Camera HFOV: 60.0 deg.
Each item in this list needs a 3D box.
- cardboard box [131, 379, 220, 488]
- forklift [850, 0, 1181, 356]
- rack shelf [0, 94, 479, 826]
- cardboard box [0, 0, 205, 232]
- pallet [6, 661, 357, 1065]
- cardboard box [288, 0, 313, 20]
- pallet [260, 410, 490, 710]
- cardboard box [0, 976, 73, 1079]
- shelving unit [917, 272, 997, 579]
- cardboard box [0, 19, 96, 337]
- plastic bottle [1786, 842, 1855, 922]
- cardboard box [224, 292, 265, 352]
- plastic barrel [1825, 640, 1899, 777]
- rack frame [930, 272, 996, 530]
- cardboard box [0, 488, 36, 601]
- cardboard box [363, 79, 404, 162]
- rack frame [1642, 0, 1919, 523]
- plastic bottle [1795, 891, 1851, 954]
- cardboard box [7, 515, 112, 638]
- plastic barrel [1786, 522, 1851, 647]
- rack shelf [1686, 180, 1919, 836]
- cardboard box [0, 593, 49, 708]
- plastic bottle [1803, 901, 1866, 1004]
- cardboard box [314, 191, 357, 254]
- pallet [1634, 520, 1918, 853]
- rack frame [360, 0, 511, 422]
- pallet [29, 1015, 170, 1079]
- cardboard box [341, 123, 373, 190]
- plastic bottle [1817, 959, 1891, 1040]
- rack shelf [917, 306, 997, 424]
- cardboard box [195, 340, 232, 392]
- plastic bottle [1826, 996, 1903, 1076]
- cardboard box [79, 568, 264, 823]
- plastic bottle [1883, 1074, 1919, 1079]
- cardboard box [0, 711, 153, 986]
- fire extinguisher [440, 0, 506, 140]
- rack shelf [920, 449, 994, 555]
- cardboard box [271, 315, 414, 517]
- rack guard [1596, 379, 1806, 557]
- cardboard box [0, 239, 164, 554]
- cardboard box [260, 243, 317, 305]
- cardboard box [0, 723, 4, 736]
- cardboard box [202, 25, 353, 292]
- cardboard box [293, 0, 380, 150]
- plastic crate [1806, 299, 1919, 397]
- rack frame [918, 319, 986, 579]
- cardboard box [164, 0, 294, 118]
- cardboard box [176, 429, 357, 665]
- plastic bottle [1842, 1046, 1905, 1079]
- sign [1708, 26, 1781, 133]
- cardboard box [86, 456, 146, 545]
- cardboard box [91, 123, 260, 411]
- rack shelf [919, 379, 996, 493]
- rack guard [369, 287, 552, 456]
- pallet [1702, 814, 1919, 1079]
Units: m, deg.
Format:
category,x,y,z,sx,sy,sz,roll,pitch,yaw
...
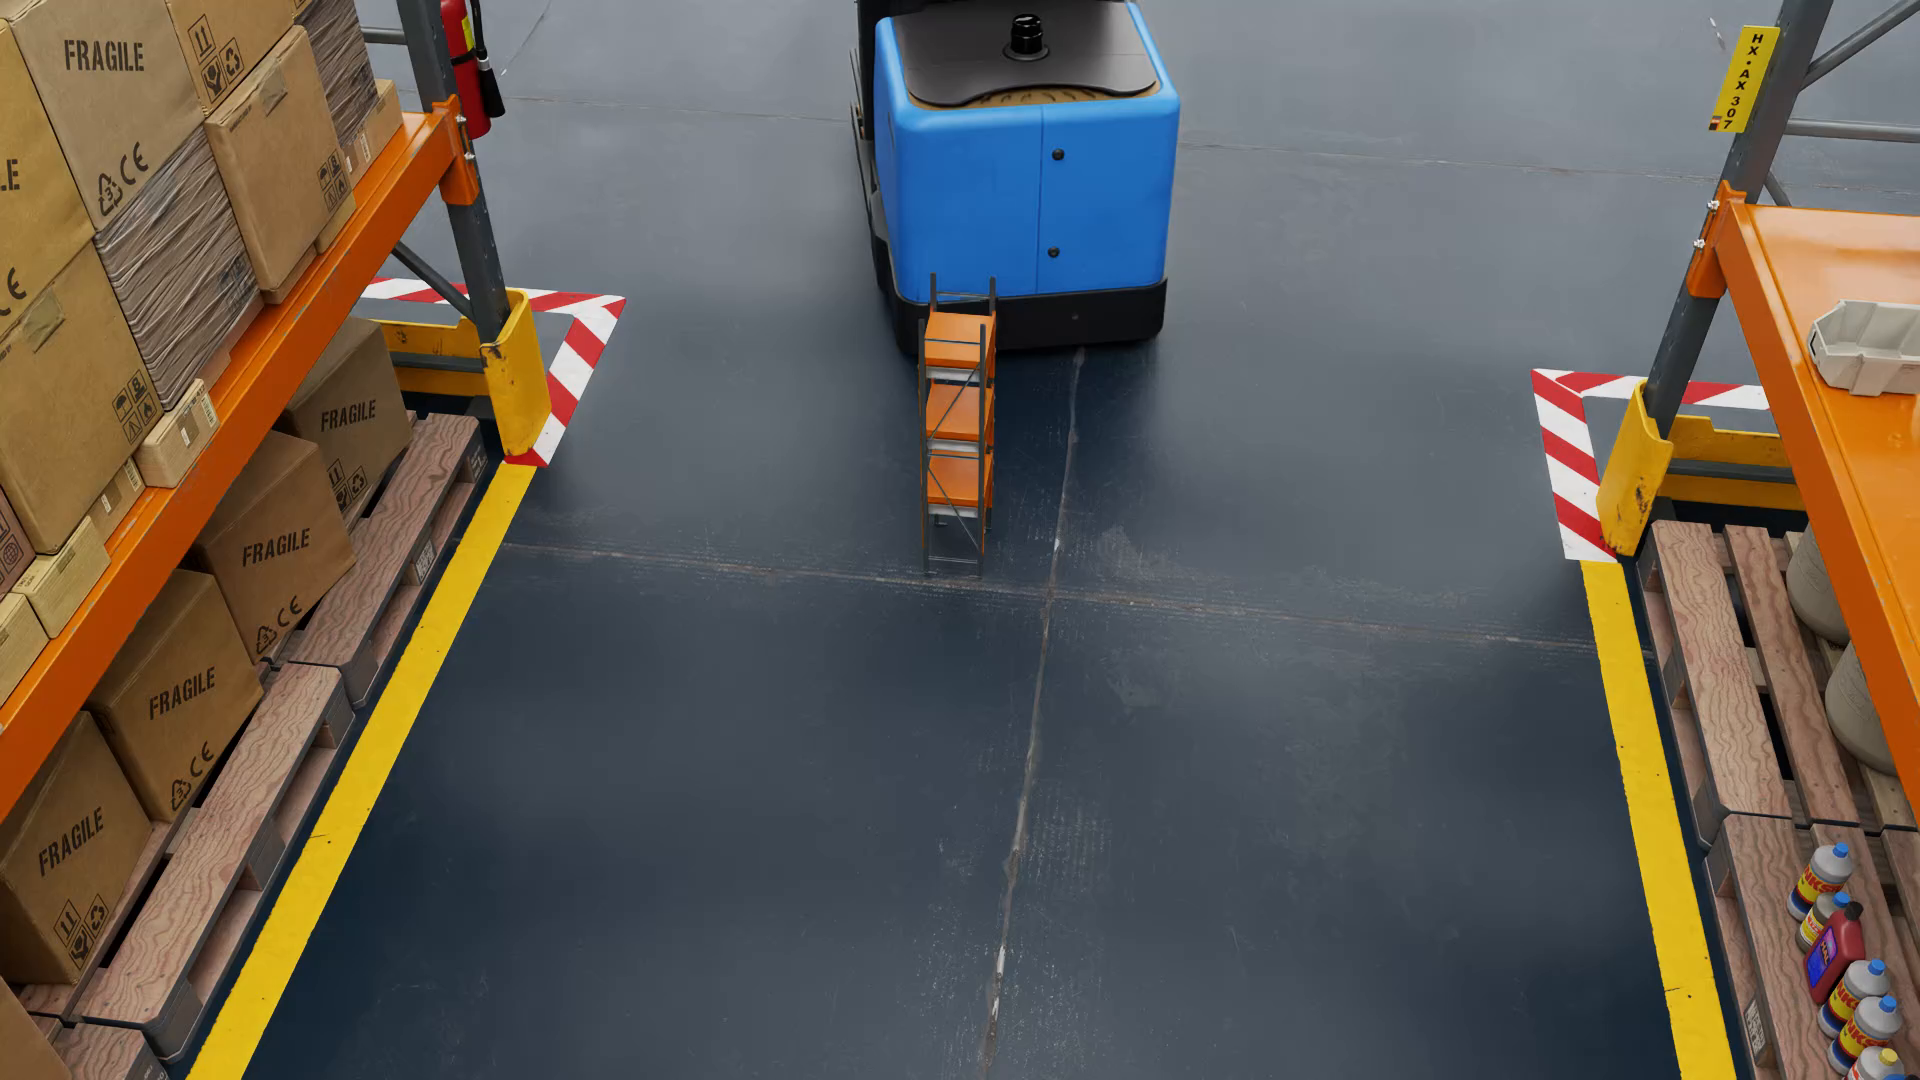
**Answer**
category,x,y,z,sx,sy,sz,roll,pitch,yaw
cardboard box,-2.052,-0.275,4.042,0.380,0.149,0.250,5,44,6
forklift,0.095,-2.788,6.563,1.130,2.935,3.031,-5,44,-5
rack shelf,-2.389,0.013,4.078,1.077,0.370,4.000,5,44,6
cardboard box,-2.081,-1.040,3.650,0.500,0.500,0.500,5,44,6
pallet,-2.441,0.833,4.717,1.003,0.211,1.213,5,44,6
cardboard box,-1.952,-1.721,4.370,0.500,0.500,0.500,5,44,6
pallet,-2.277,0.003,5.593,1.003,0.211,1.213,5,44,6
cardboard box,-2.492,1.210,3.803,0.500,0.500,0.500,19,46,19
shelving unit,-0.007,-0.345,5.351,0.215,1.050,0.252,5,44,6
cardboard box,-2.155,-0.700,3.291,0.500,0.500,0.500,5,44,6
plastic bottle,2.237,0.877,4.306,0.097,0.271,0.097,0,43,0
cardboard box,-2.096,-0.626,4.412,0.380,0.149,0.250,5,44,6
plastic barrel,2.708,0.387,4.664,0.421,0.512,0.421,0,43,0
rack frame,0.009,-0.428,5.438,0.200,1.050,0.008,5,44,6
cardboard box,-2.465,-0.018,3.298,0.875,0.500,0.500,5,44,6
cardboard box,-1.957,-1.307,5.132,0.380,0.149,0.250,5,44,6
rack frame,2.785,-1.161,4.795,1.000,3.000,0.127,5,44,6
plastic bottle,2.223,0.973,4.256,0.097,0.201,0.097,0,43,0
cardboard box,-2.142,0.063,3.684,0.380,0.149,0.250,5,44,6
plastic barrel,2.774,0.045,5.025,0.421,0.512,0.421,0,43,0
rack shelf,2.521,0.463,3.602,1.077,0.370,4.000,5,44,6
cardboard box,-2.186,0.233,3.505,0.380,0.149,0.250,5,44,6
plastic bottle,2.189,1.025,4.141,0.061,0.283,0.133,6,44,6
cardboard box,-1.973,-0.962,4.767,0.380,0.149,0.250,5,44,6
pallet,2.709,0.461,5.110,1.003,0.211,1.213,5,44,6
rack frame,-2.124,-1.611,5.270,1.000,3.000,0.127,5,44,6
pallet,-2.599,1.666,3.837,1.003,0.211,1.213,5,44,6
cardboard box,-1.991,-1.137,4.952,0.380,0.149,0.250,5,44,6
plastic bottle,2.191,1.111,4.060,0.097,0.271,0.097,0,43,0
rack shelf,-0.007,-0.543,5.163,0.215,0.259,0.240,5,44,6
cardboard box,-2.106,-0.454,4.230,0.380,0.149,0.250,5,44,6
plastic bottle,2.178,1.179,3.988,0.097,0.271,0.097,0,43,0
cardboard box,-2.370,0.403,4.655,0.500,0.500,0.500,9,44,9
plastic bottle,2.151,1.317,3.842,0.097,0.271,0.097,0,43,0
cardboard box,-2.488,0.780,4.258,0.500,0.500,0.500,2,43,2
fire extinguisher,-1.652,-1.619,5.335,0.296,0.674,0.183,5,44,6
rack shelf,-0.007,-0.135,5.549,0.215,0.259,0.240,5,44,6
cardboard box,-2.223,-0.432,5.537,0.500,0.500,0.500,13,45,13
rack guard,2.822,-0.197,5.595,1.175,0.500,0.348,5,44,6
cardboard box,-2.358,-0.355,3.654,0.875,0.500,0.500,5,44,6
cardboard box,-2.021,-0.793,4.588,0.380,0.149,0.250,5,44,6
cardboard box,-2.178,0.407,3.321,0.380,0.149,0.250,5,44,6
cardboard box,-2.171,-1.032,4.369,0.875,0.500,0.500,5,44,6
cardboard box,-2.224,-1.383,4.740,0.875,0.500,0.500,5,44,6
plastic crate,2.348,-0.485,4.272,0.298,0.136,0.250,5,44,6
rack frame,-0.023,-0.262,5.263,0.200,1.050,0.008,5,44,6
cardboard box,-2.013,-1.380,4.010,0.500,0.500,0.500,5,44,6
cardboard box,-2.269,-0.022,5.104,0.500,0.500,0.500,16,46,16
plastic bottle,2.165,1.272,3.940,0.097,0.201,0.097,0,43,0
sign,2.240,-1.315,4.755,0.100,0.325,0.005,5,44,6
cardboard box,-2.153,-0.111,3.869,0.380,0.149,0.250,5,44,6
cardboard box,-2.280,-0.695,4.013,0.875,0.500,0.500,5,44,6
rack shelf,-0.007,-0.337,5.358,0.215,0.259,0.240,5,44,6
rack guard,-2.134,-0.652,6.075,1.175,0.500,0.348,5,44,6
pallet,2.545,1.290,4.234,1.003,0.211,1.213,5,44,6
